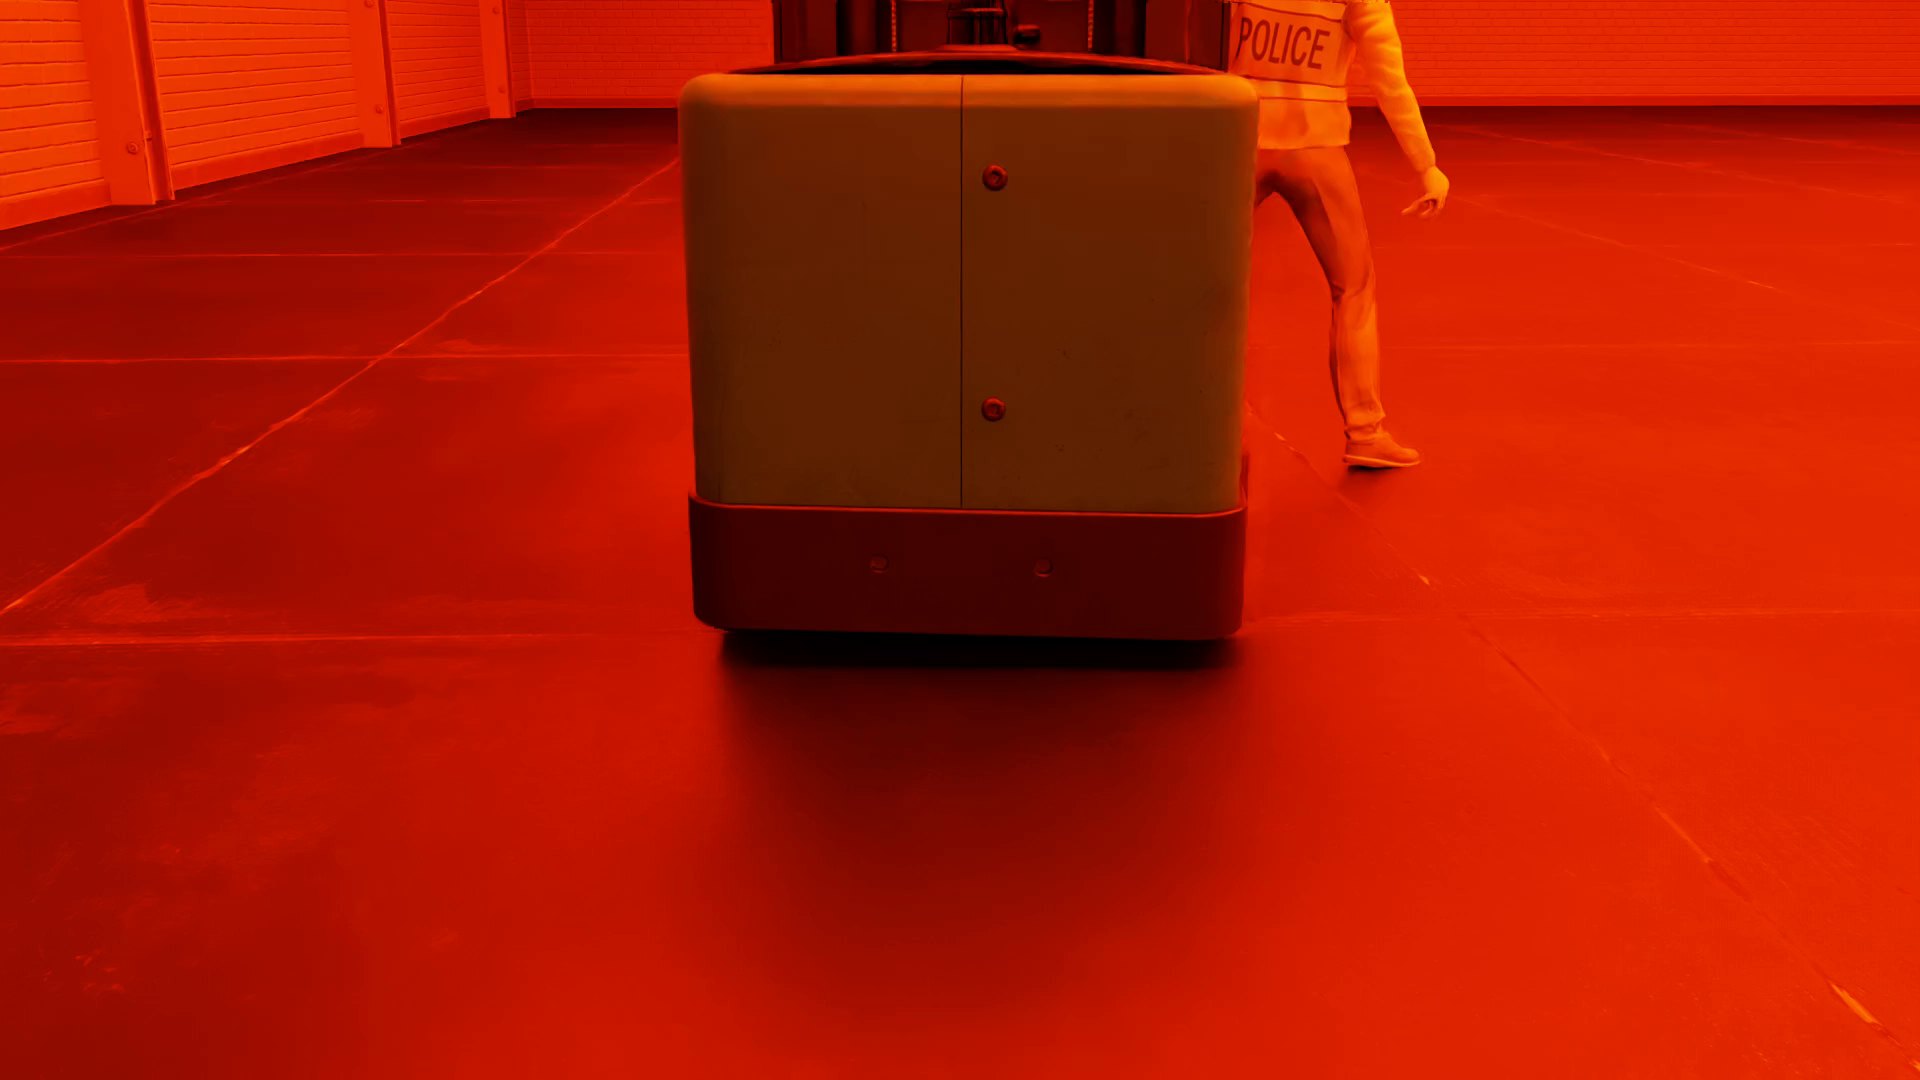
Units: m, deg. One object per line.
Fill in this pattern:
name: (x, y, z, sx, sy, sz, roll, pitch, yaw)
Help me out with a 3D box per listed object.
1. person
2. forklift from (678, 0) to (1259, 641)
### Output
person: (0.902, -1.023, 4.541, 0.856, 1.636, 0.421, 7, 18, 22)
forklift: (0.116, -1.598, 4.130, 1.130, 2.935, 3.031, 1, 17, 4)
